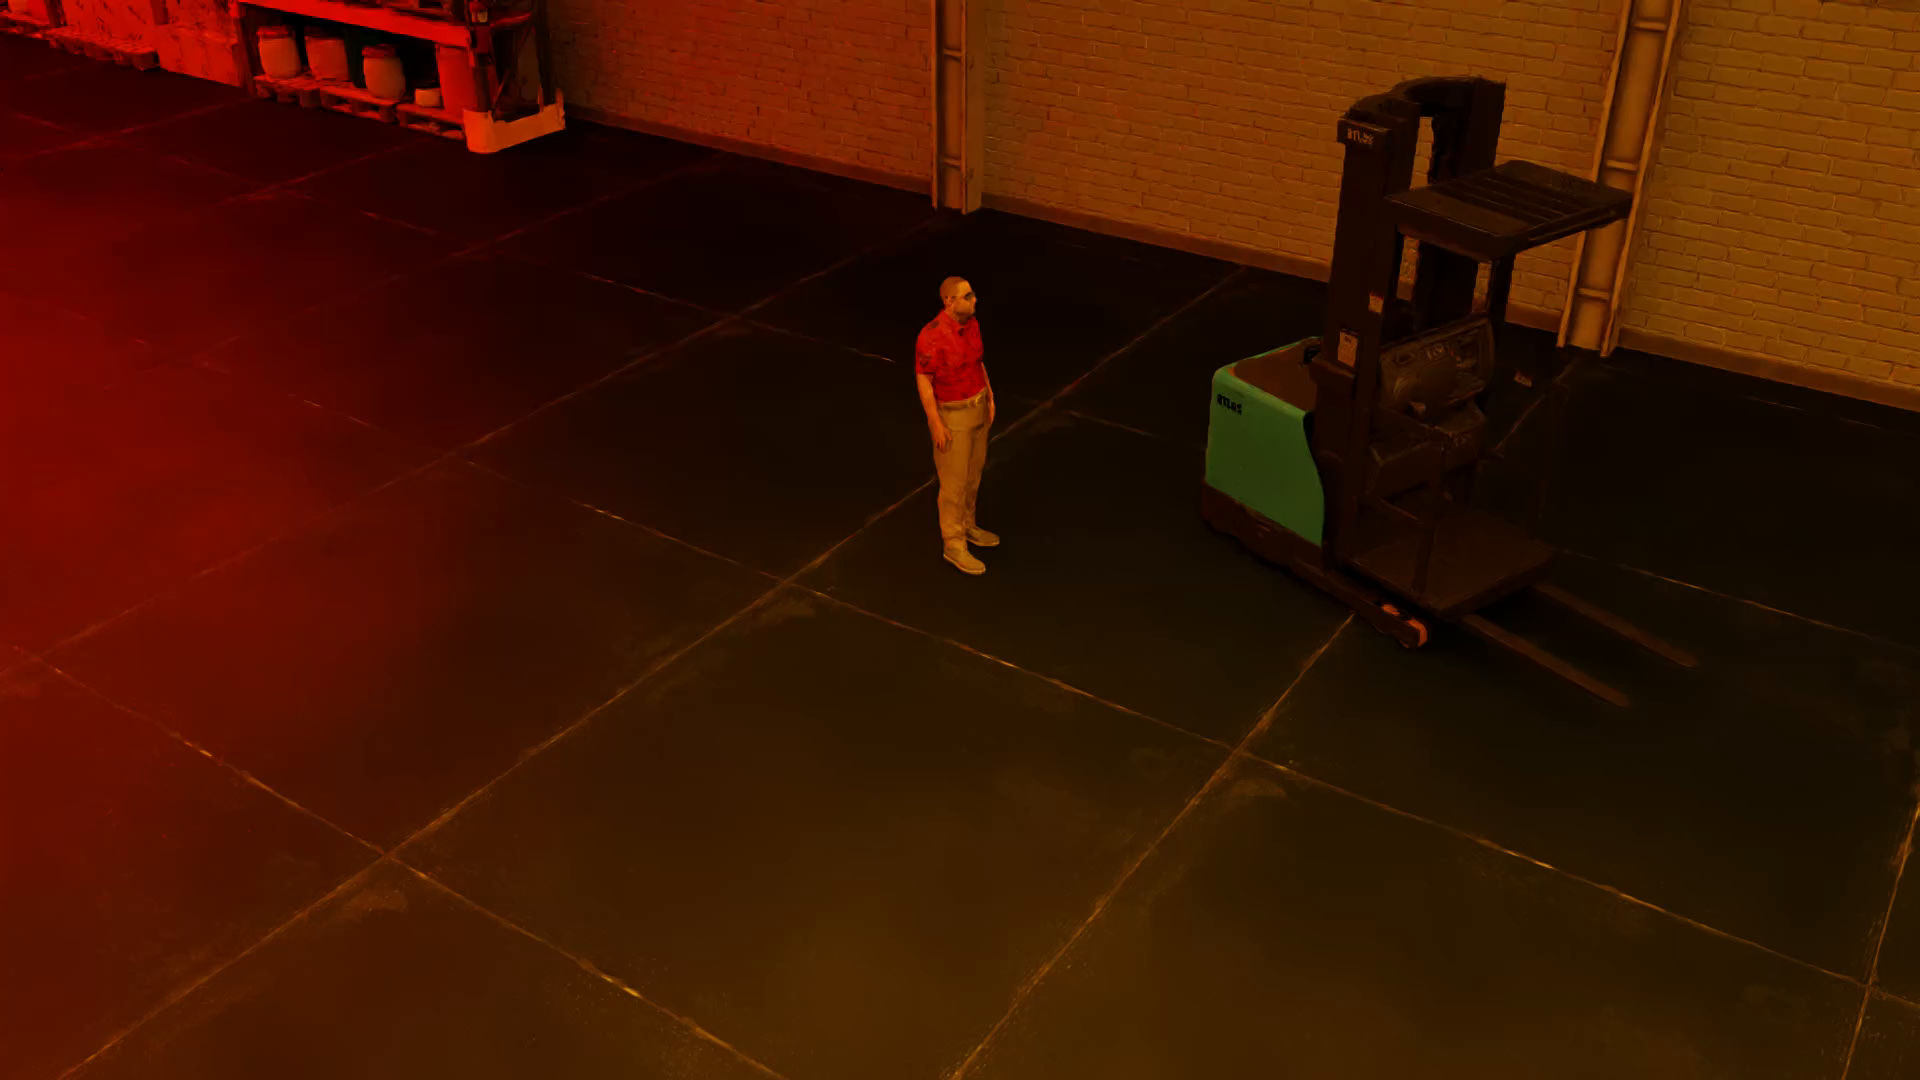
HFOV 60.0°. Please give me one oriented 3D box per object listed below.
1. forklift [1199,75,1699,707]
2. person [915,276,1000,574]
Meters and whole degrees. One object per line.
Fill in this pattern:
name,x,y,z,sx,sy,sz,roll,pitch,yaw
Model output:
forklift,2.804,-0.929,9.181,1.130,2.935,3.031,-20,36,-31
person,0.068,-0.724,10.010,0.550,1.727,0.640,19,35,29
